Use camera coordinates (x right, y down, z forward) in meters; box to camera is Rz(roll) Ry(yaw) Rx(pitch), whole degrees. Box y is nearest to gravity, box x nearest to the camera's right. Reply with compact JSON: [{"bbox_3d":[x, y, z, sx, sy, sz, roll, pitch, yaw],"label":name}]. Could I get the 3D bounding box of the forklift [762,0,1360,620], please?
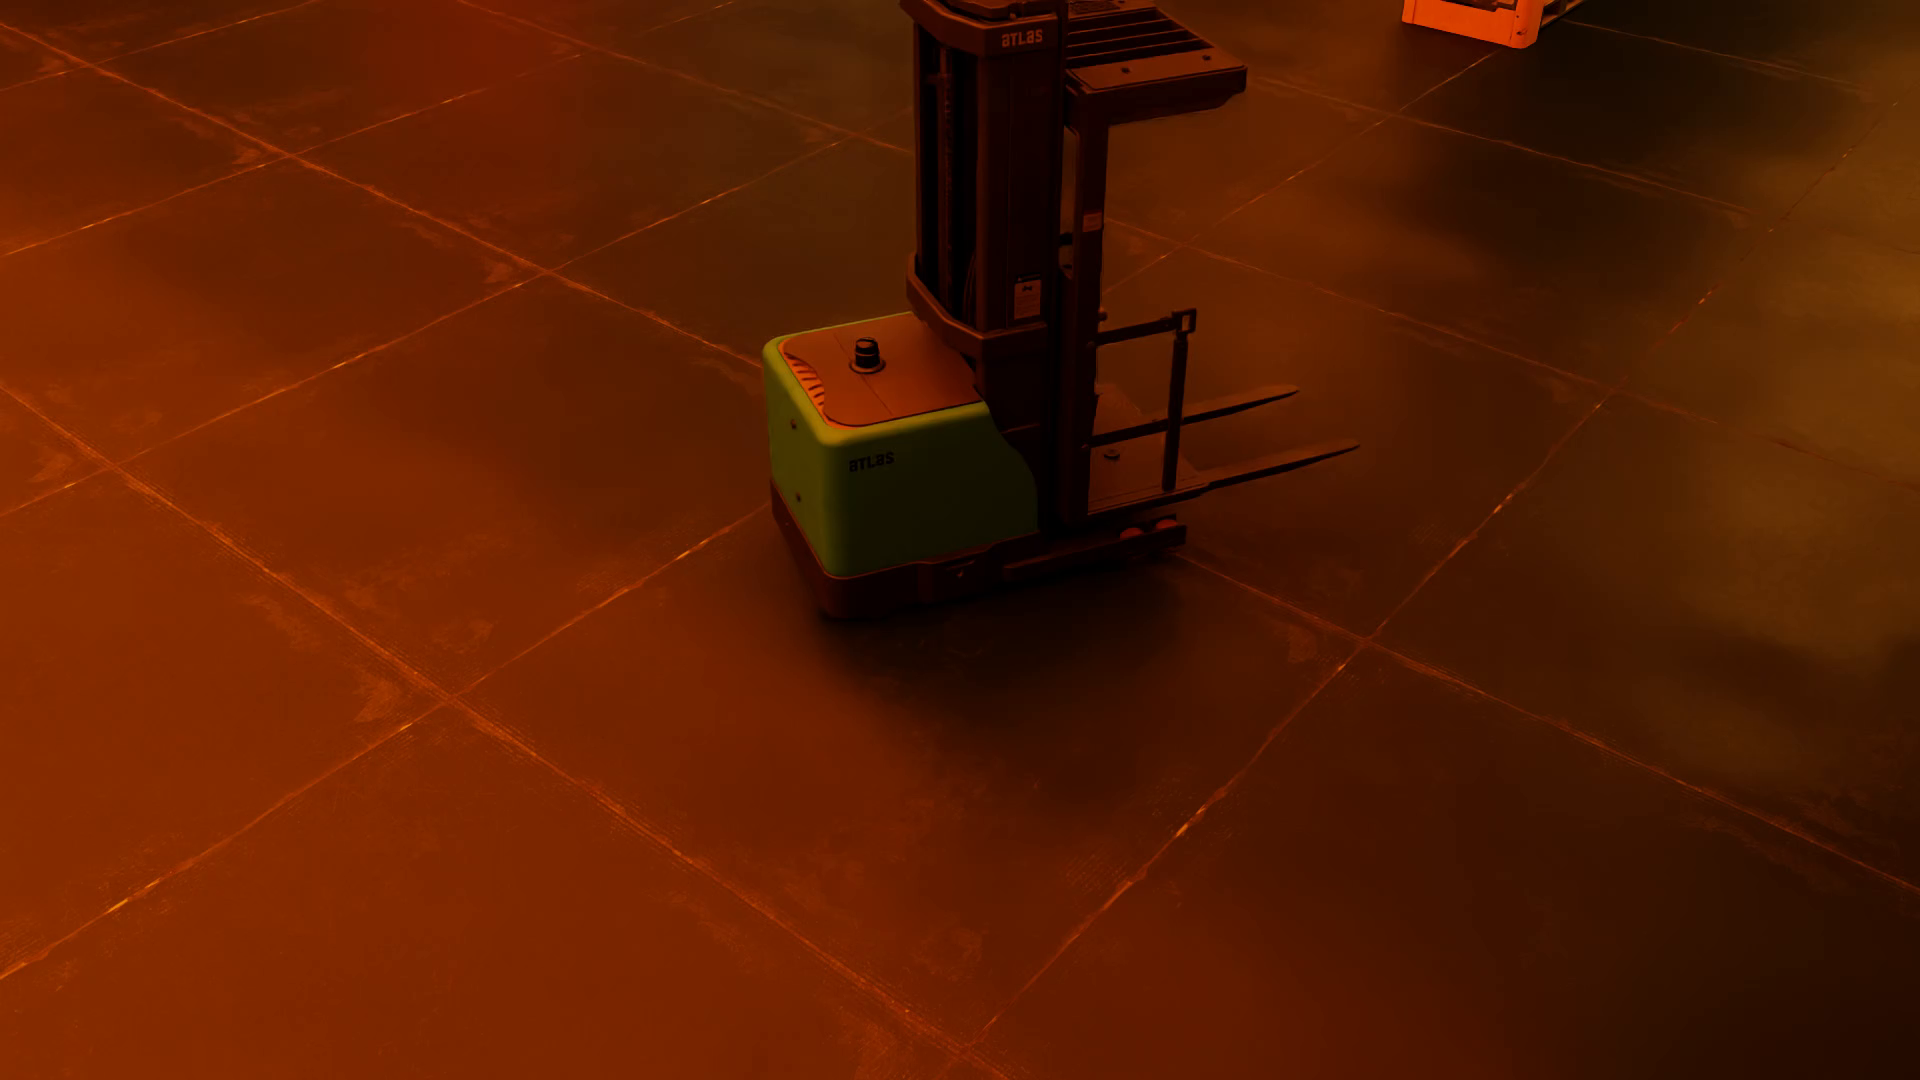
[{"bbox_3d":[0.599,-1.356,7.882,3.031,2.935,1.130,-14,38,-18],"label":"forklift"}]
